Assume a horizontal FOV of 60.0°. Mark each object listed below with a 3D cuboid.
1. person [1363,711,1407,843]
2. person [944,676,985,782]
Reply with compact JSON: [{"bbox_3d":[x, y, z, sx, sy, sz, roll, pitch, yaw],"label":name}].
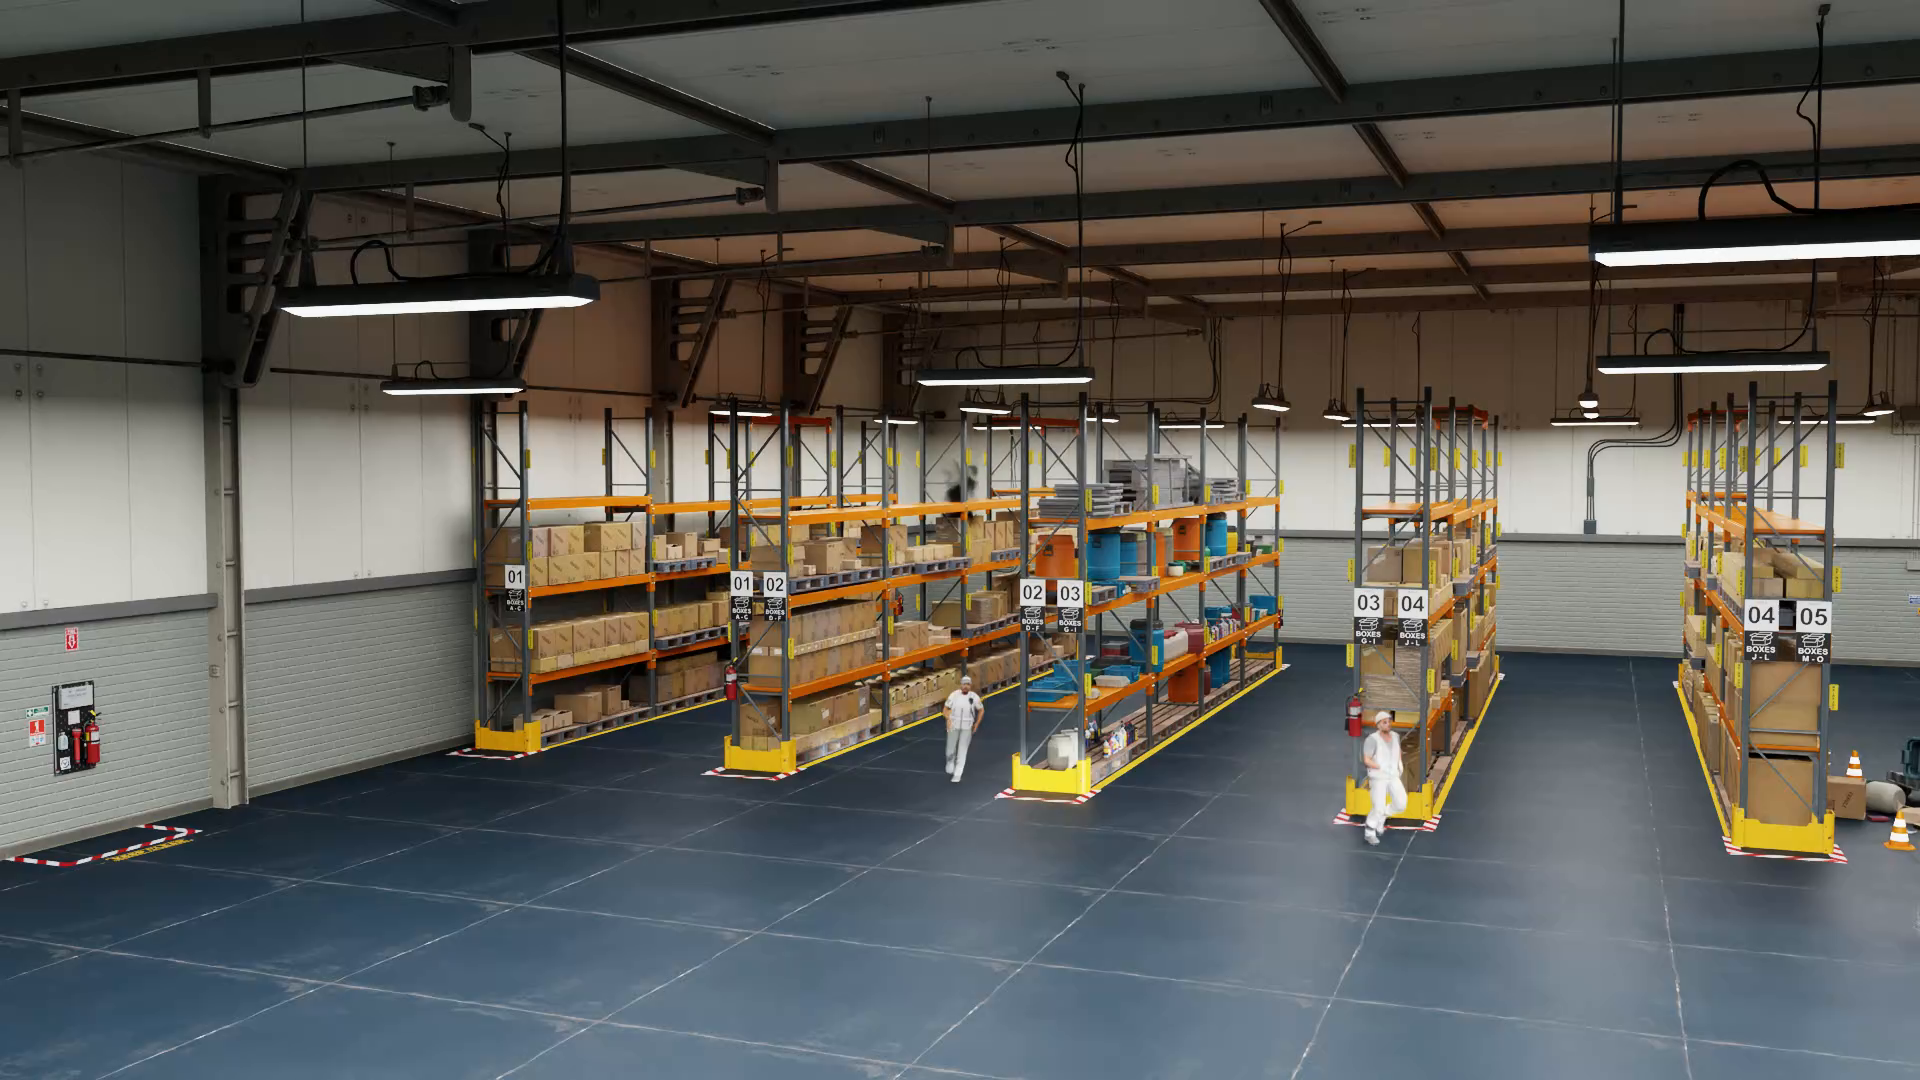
[{"bbox_3d":[5.521,3.080,21.487,0.693,1.737,0.698,-1,3,-20],"label":"person"},{"bbox_3d":[0.065,2.930,26.004,0.644,1.626,0.627,0,3,3],"label":"person"}]
